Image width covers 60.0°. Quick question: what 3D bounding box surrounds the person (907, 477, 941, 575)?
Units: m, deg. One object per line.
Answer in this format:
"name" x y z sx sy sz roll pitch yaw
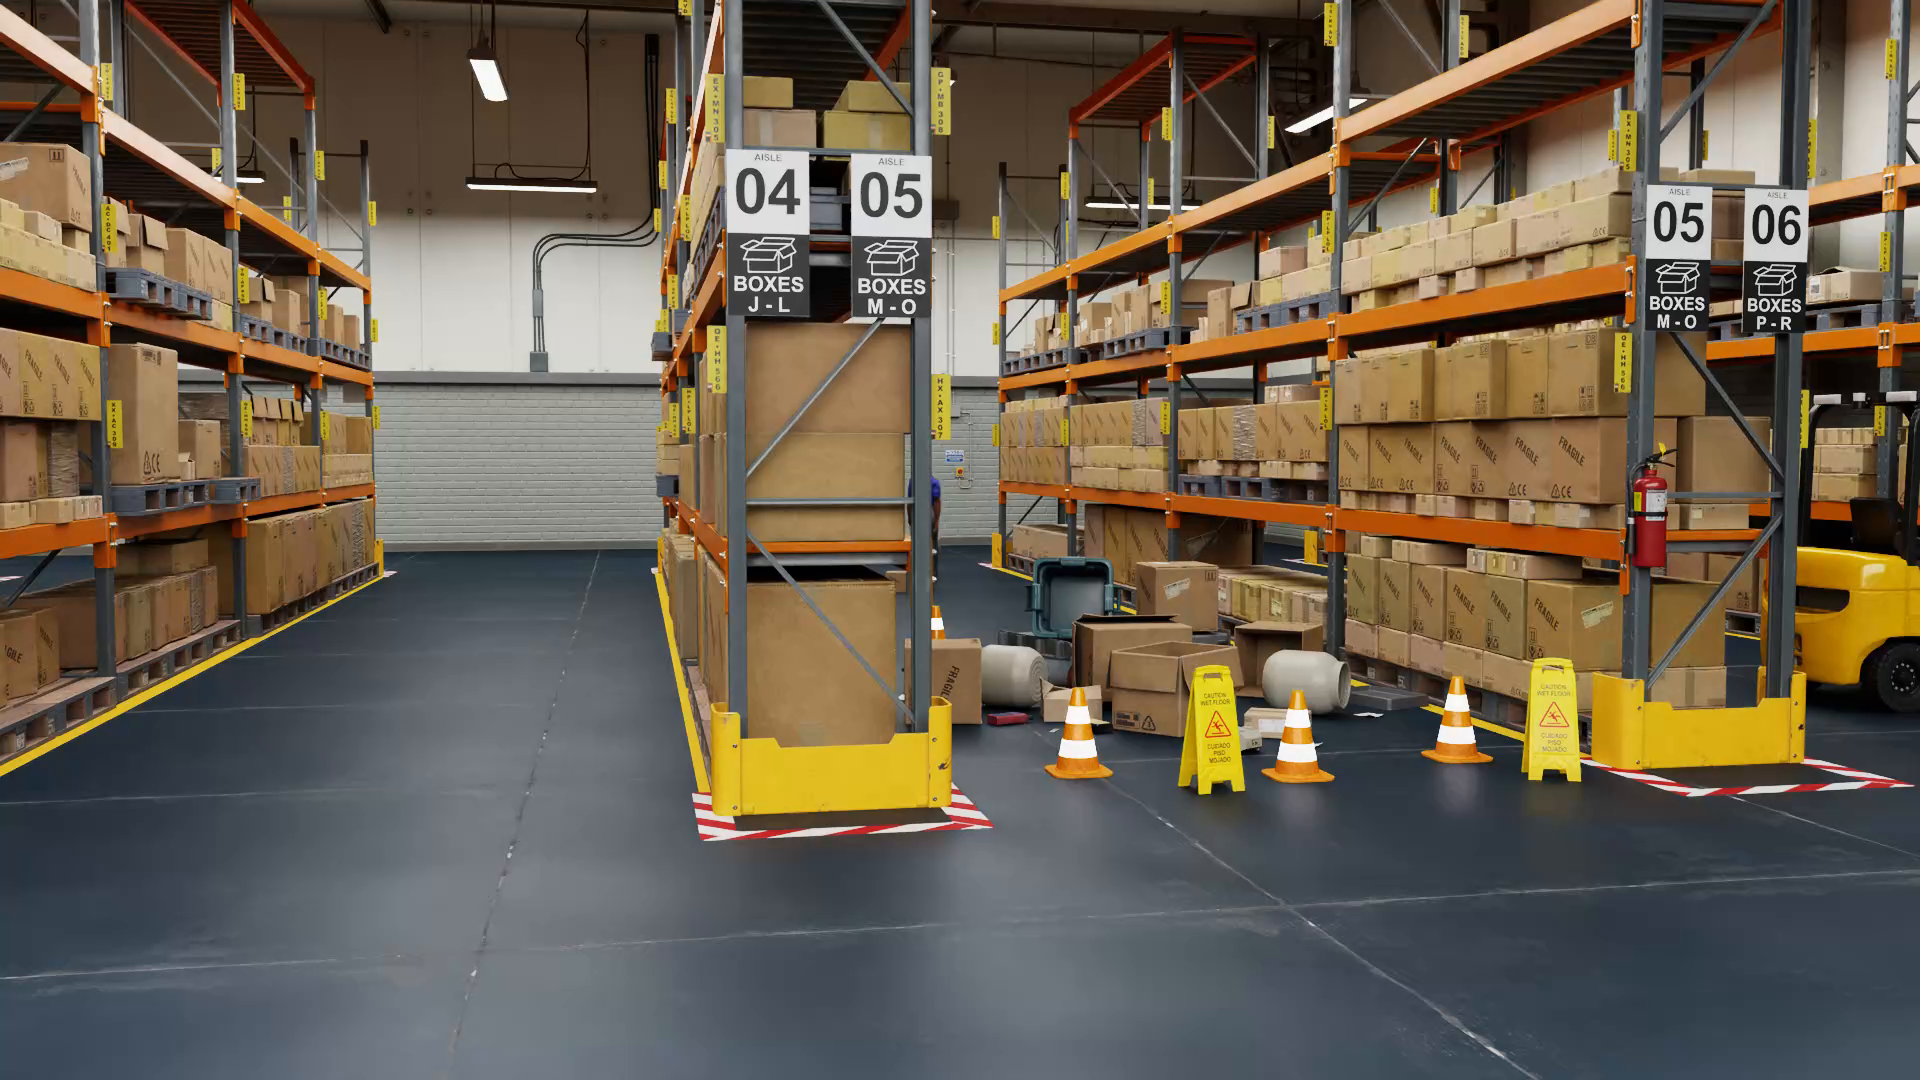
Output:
"person" -0.488 -0.291 22.343 0.458 1.609 0.937 0 3 -1
